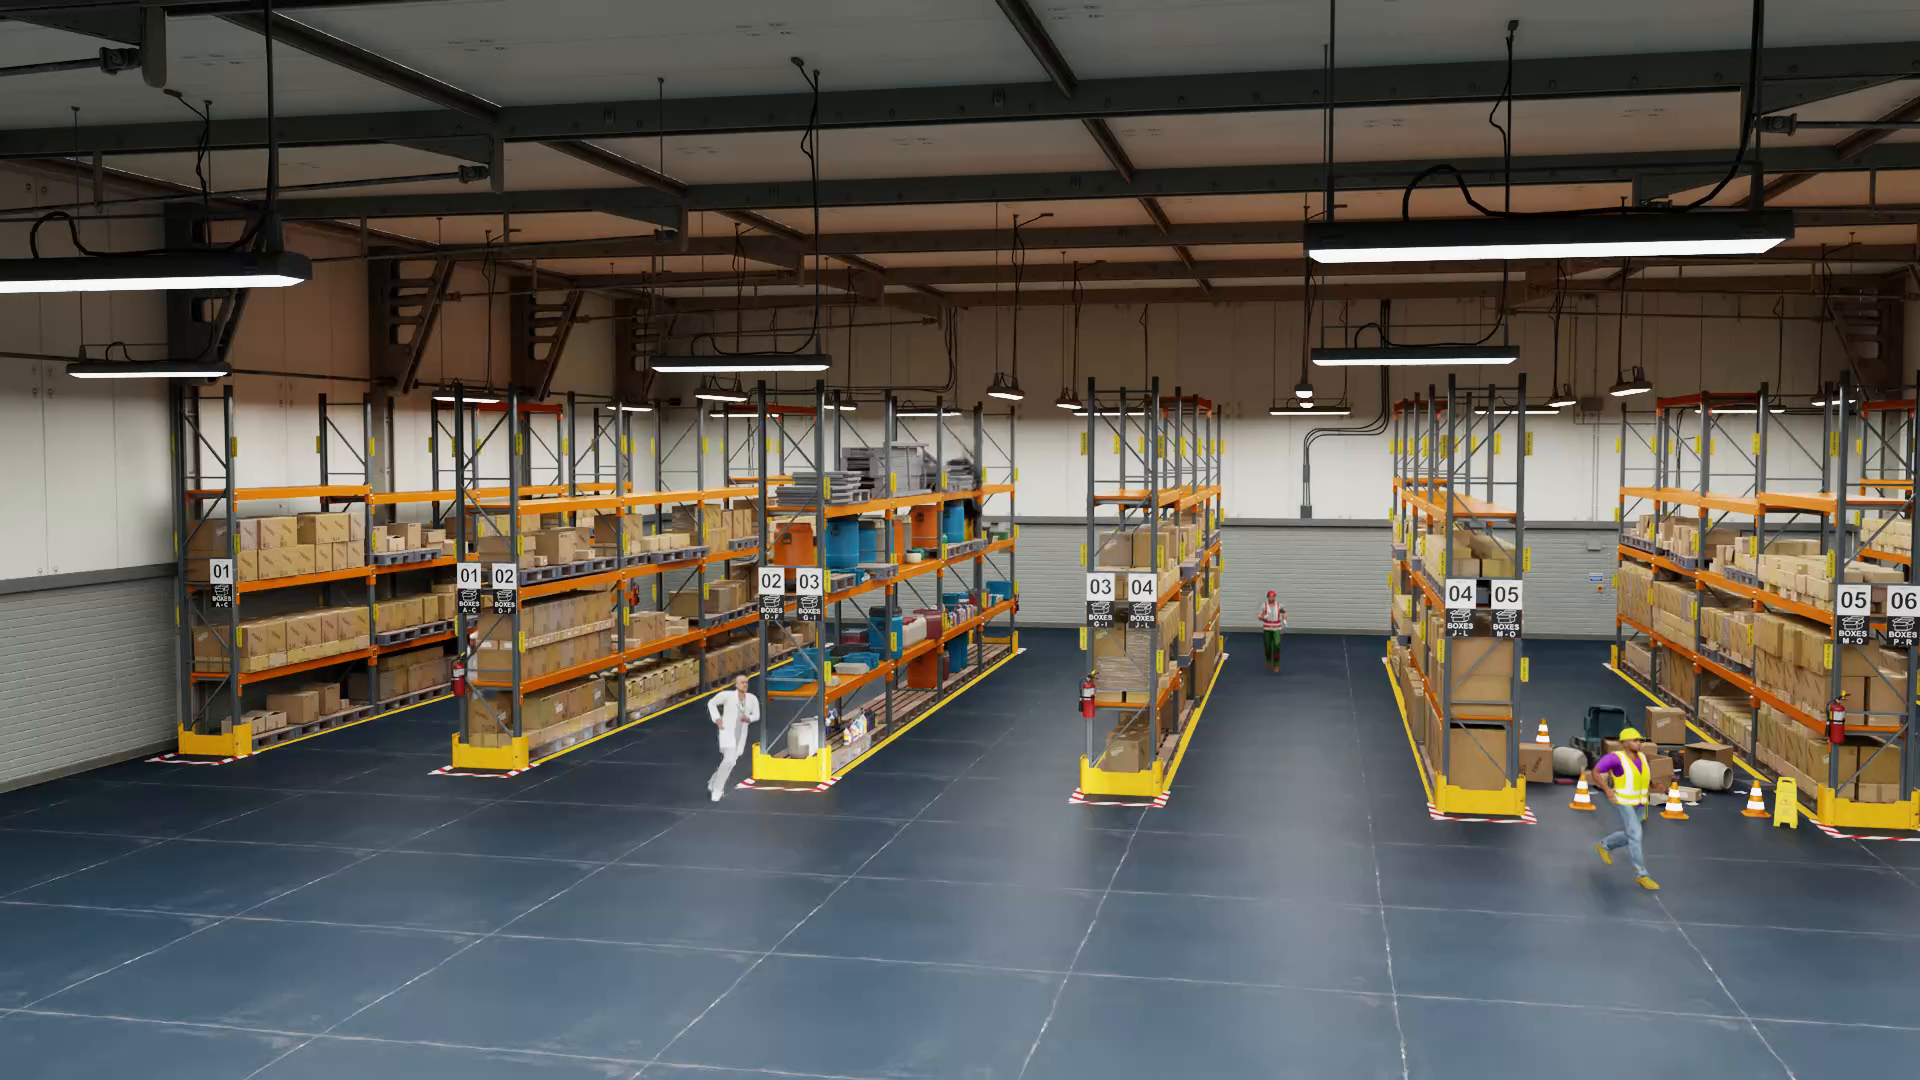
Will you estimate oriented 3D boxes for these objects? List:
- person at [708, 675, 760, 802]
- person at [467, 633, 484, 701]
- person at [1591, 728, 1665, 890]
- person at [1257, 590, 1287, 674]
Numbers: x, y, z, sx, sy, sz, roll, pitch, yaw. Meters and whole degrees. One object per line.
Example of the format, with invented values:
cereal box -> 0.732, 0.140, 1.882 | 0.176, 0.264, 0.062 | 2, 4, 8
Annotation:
person -> -3.250, 2.819, 23.757 | 0.752, 1.792, 0.723 | -2, 4, -34
person -> -8.494, 2.498, 29.168 | 0.678, 1.741, 0.679 | 0, 3, 3
person -> 7.696, 3.043, 19.153 | 0.700, 1.773, 0.970 | -2, 4, -27
person -> 6.927, 2.015, 36.952 | 0.652, 1.806, 0.912 | 1, 3, 11
